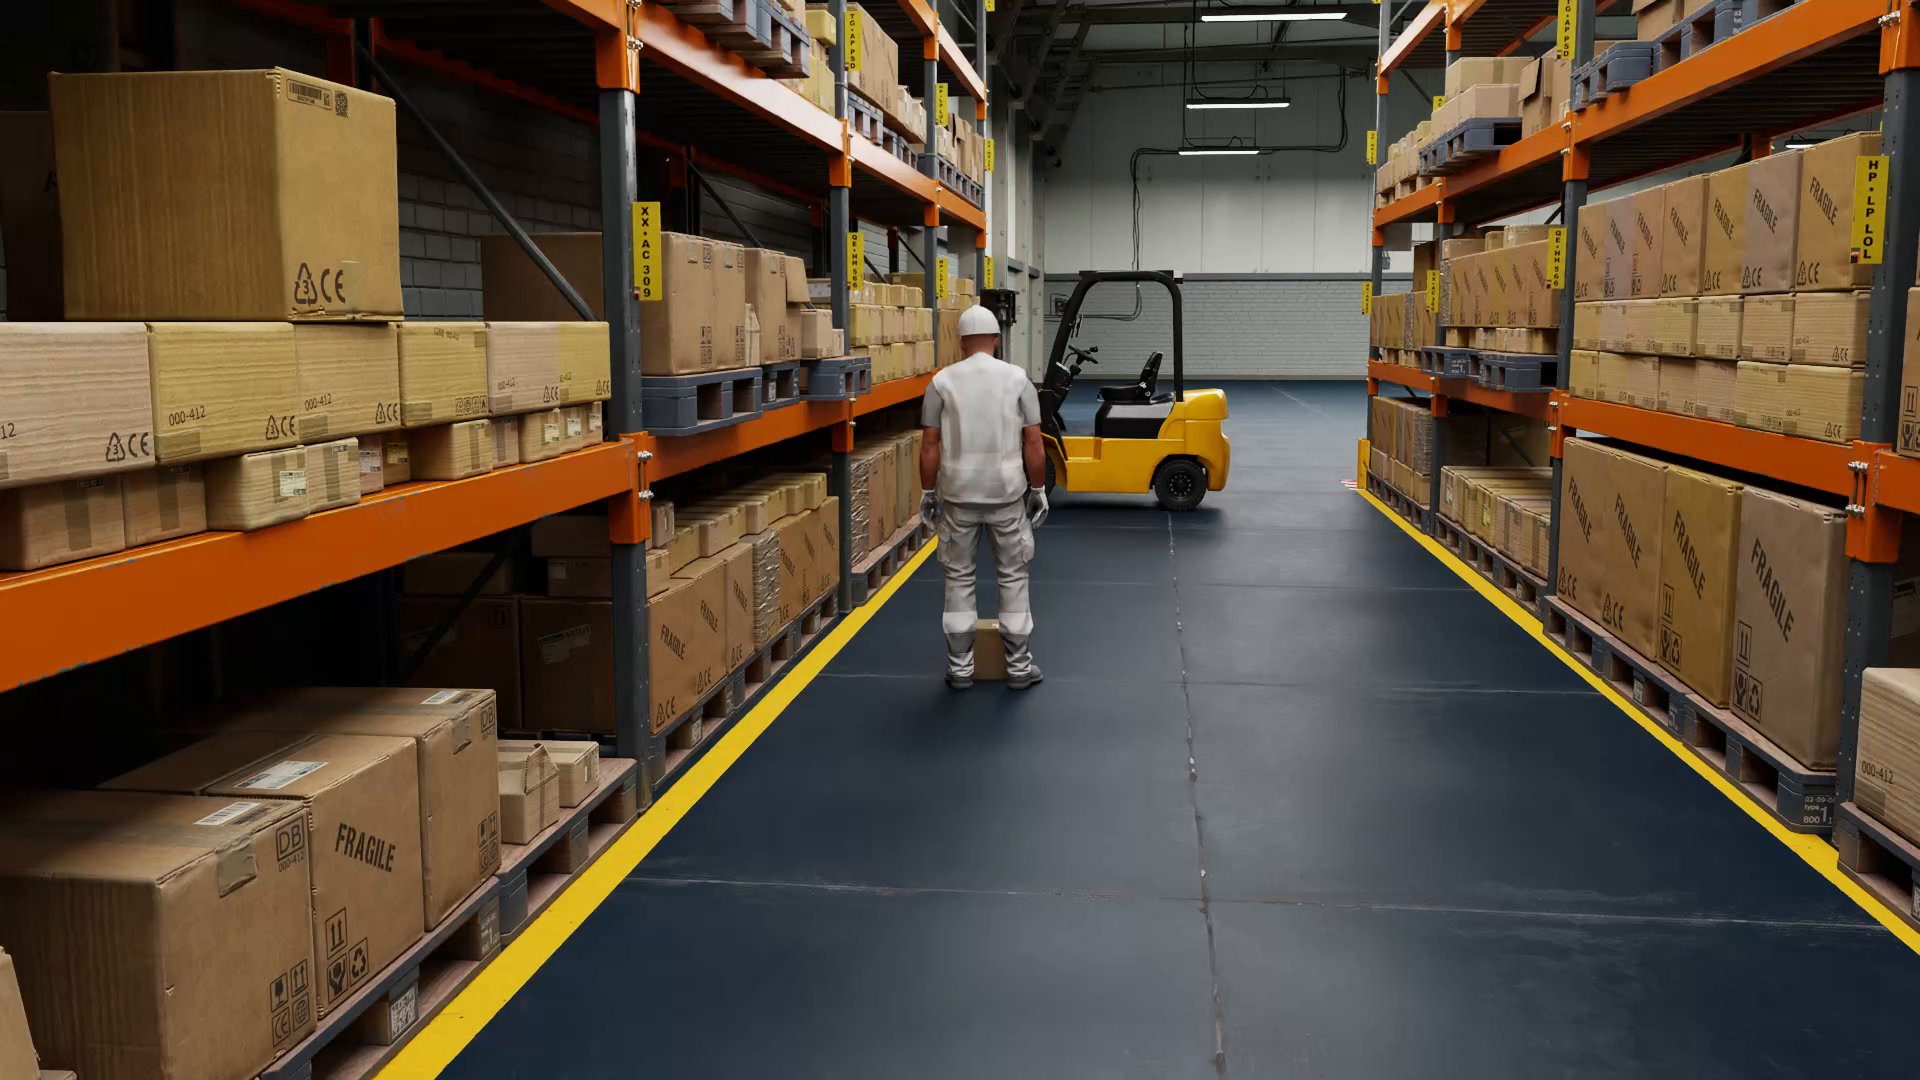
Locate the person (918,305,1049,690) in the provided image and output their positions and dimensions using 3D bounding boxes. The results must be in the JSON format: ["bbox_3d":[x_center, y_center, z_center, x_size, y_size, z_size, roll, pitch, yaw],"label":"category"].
[{"bbox_3d":[0.108,-0.197,7.734,0.609,1.777,0.453,0,7,2],"label":"person"}]
